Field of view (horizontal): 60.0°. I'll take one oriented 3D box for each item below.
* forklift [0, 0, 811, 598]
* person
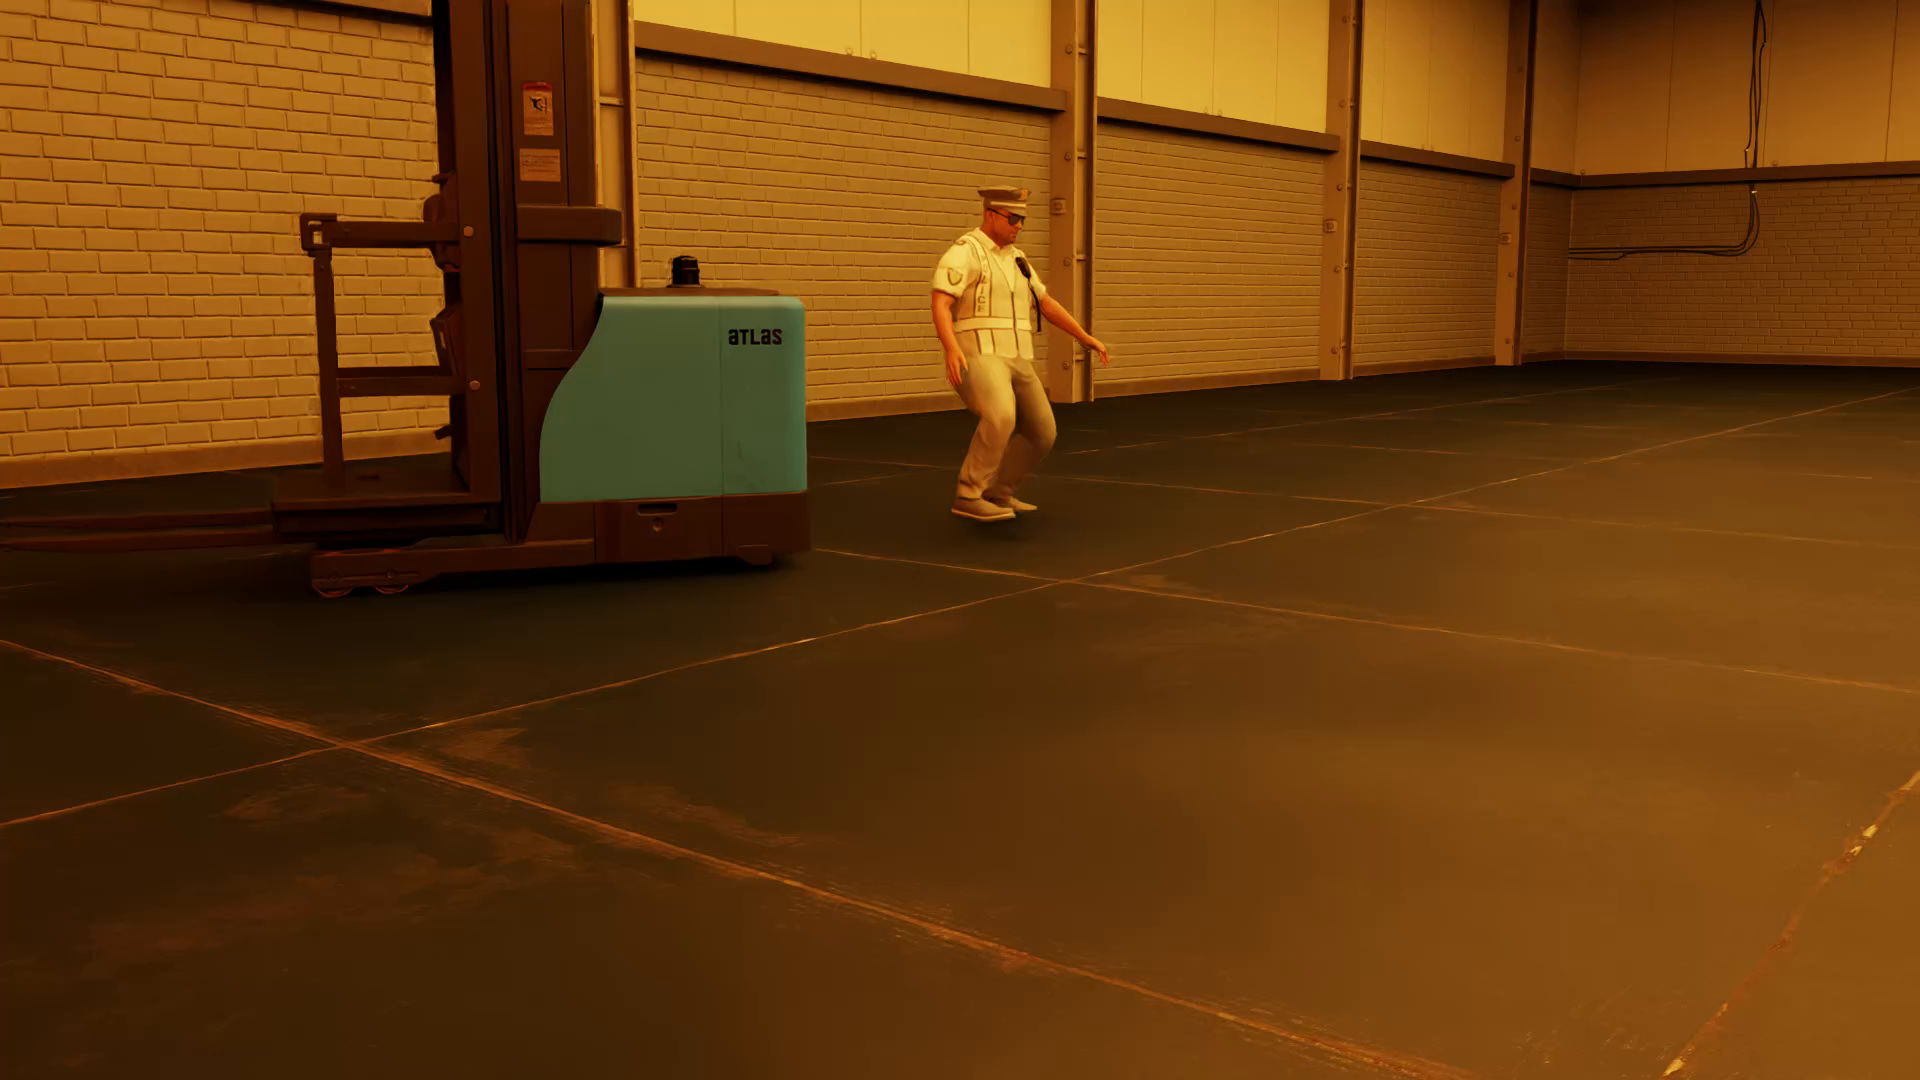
[{"bbox_3d":[-2.168,-1.328,6.360,3.031,2.935,1.130,-3,9,-20],"label":"forklift"},{"bbox_3d":[0.219,-0.873,7.976,0.727,1.628,0.972,8,11,43],"label":"person"}]
